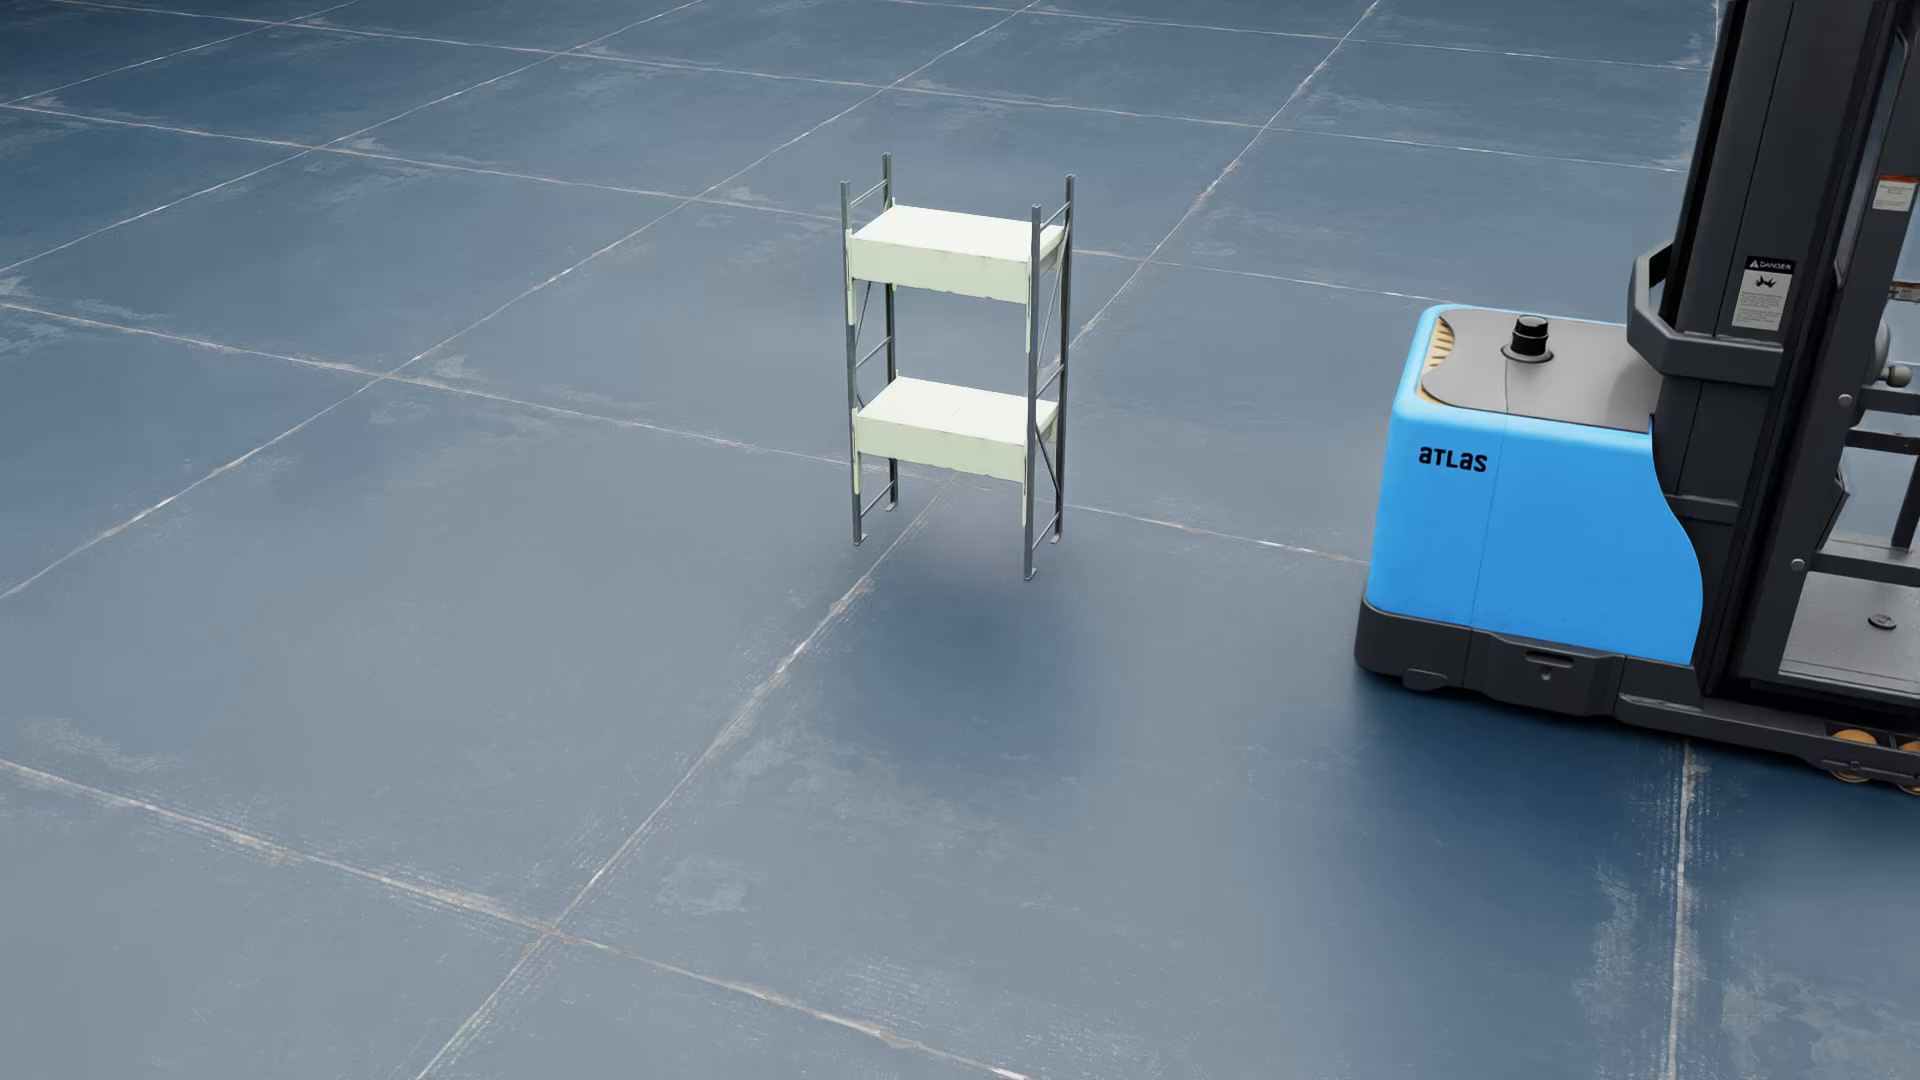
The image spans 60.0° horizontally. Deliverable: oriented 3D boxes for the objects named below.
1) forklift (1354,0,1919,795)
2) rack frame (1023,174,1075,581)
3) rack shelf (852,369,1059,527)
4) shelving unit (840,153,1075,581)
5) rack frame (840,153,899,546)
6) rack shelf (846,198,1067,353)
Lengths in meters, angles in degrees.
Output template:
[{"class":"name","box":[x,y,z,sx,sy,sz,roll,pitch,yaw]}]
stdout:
[{"class":"forklift","box":[2.966,-0.758,5.112,3.031,2.935,1.130,10,31,17]},{"class":"rack frame","box":[0.333,-0.586,6.263,0.023,1.500,0.400,11,31,19]},{"class":"rack shelf","box":[-0.006,-0.370,6.544,0.720,0.370,0.431,11,31,19]},{"class":"shelving unit","box":[-0.006,-0.654,6.383,0.755,1.500,0.431,11,31,19]},{"class":"rack frame","box":[-0.345,-0.722,6.503,0.023,1.500,0.400,11,31,19]},{"class":"rack shelf","box":[-0.006,-0.994,6.191,0.720,0.370,0.431,11,31,19]}]
